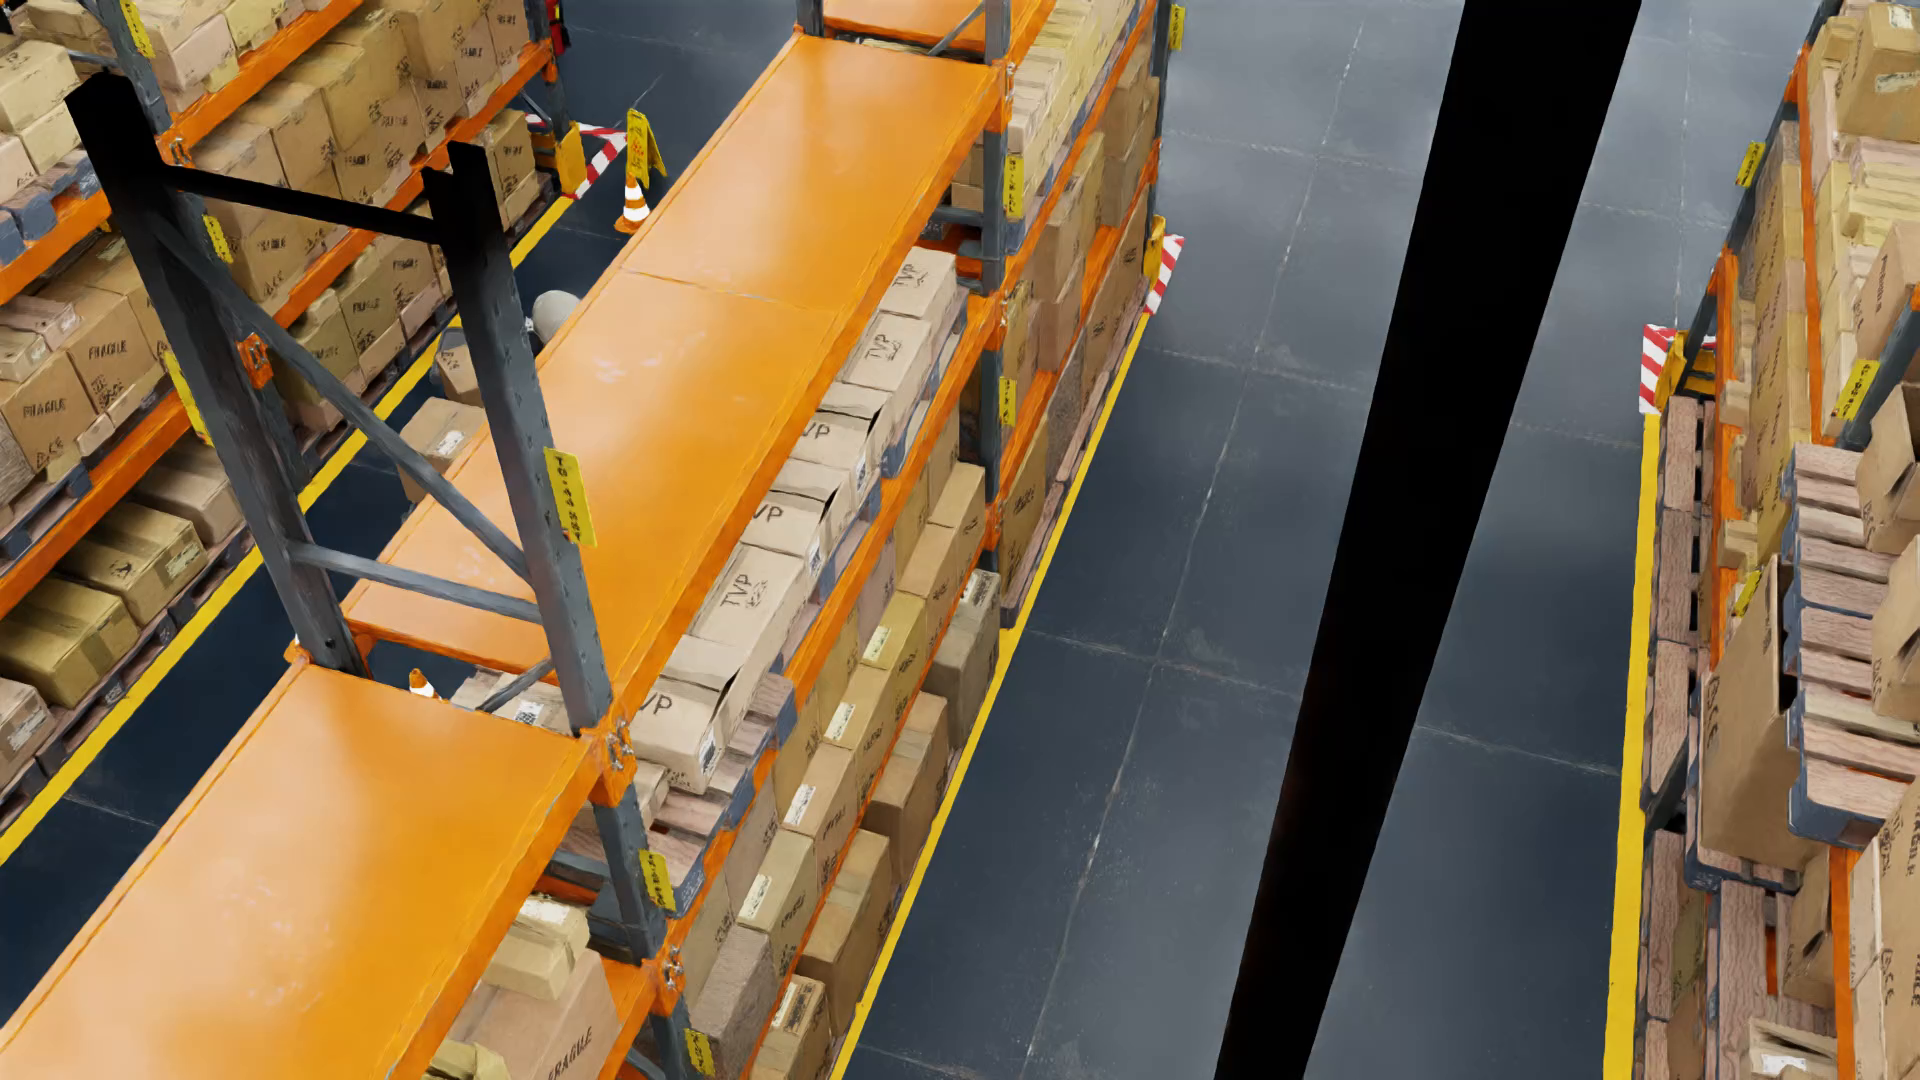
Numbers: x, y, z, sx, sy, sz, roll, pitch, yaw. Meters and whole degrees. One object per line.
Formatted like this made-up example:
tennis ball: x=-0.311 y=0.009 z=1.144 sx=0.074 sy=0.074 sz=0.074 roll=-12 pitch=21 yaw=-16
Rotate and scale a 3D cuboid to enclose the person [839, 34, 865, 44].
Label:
person: x=-0.859 y=-4.746 z=14.535 sx=0.563 sy=1.788 sz=0.669 roll=-2 pitch=46 yaw=-2
